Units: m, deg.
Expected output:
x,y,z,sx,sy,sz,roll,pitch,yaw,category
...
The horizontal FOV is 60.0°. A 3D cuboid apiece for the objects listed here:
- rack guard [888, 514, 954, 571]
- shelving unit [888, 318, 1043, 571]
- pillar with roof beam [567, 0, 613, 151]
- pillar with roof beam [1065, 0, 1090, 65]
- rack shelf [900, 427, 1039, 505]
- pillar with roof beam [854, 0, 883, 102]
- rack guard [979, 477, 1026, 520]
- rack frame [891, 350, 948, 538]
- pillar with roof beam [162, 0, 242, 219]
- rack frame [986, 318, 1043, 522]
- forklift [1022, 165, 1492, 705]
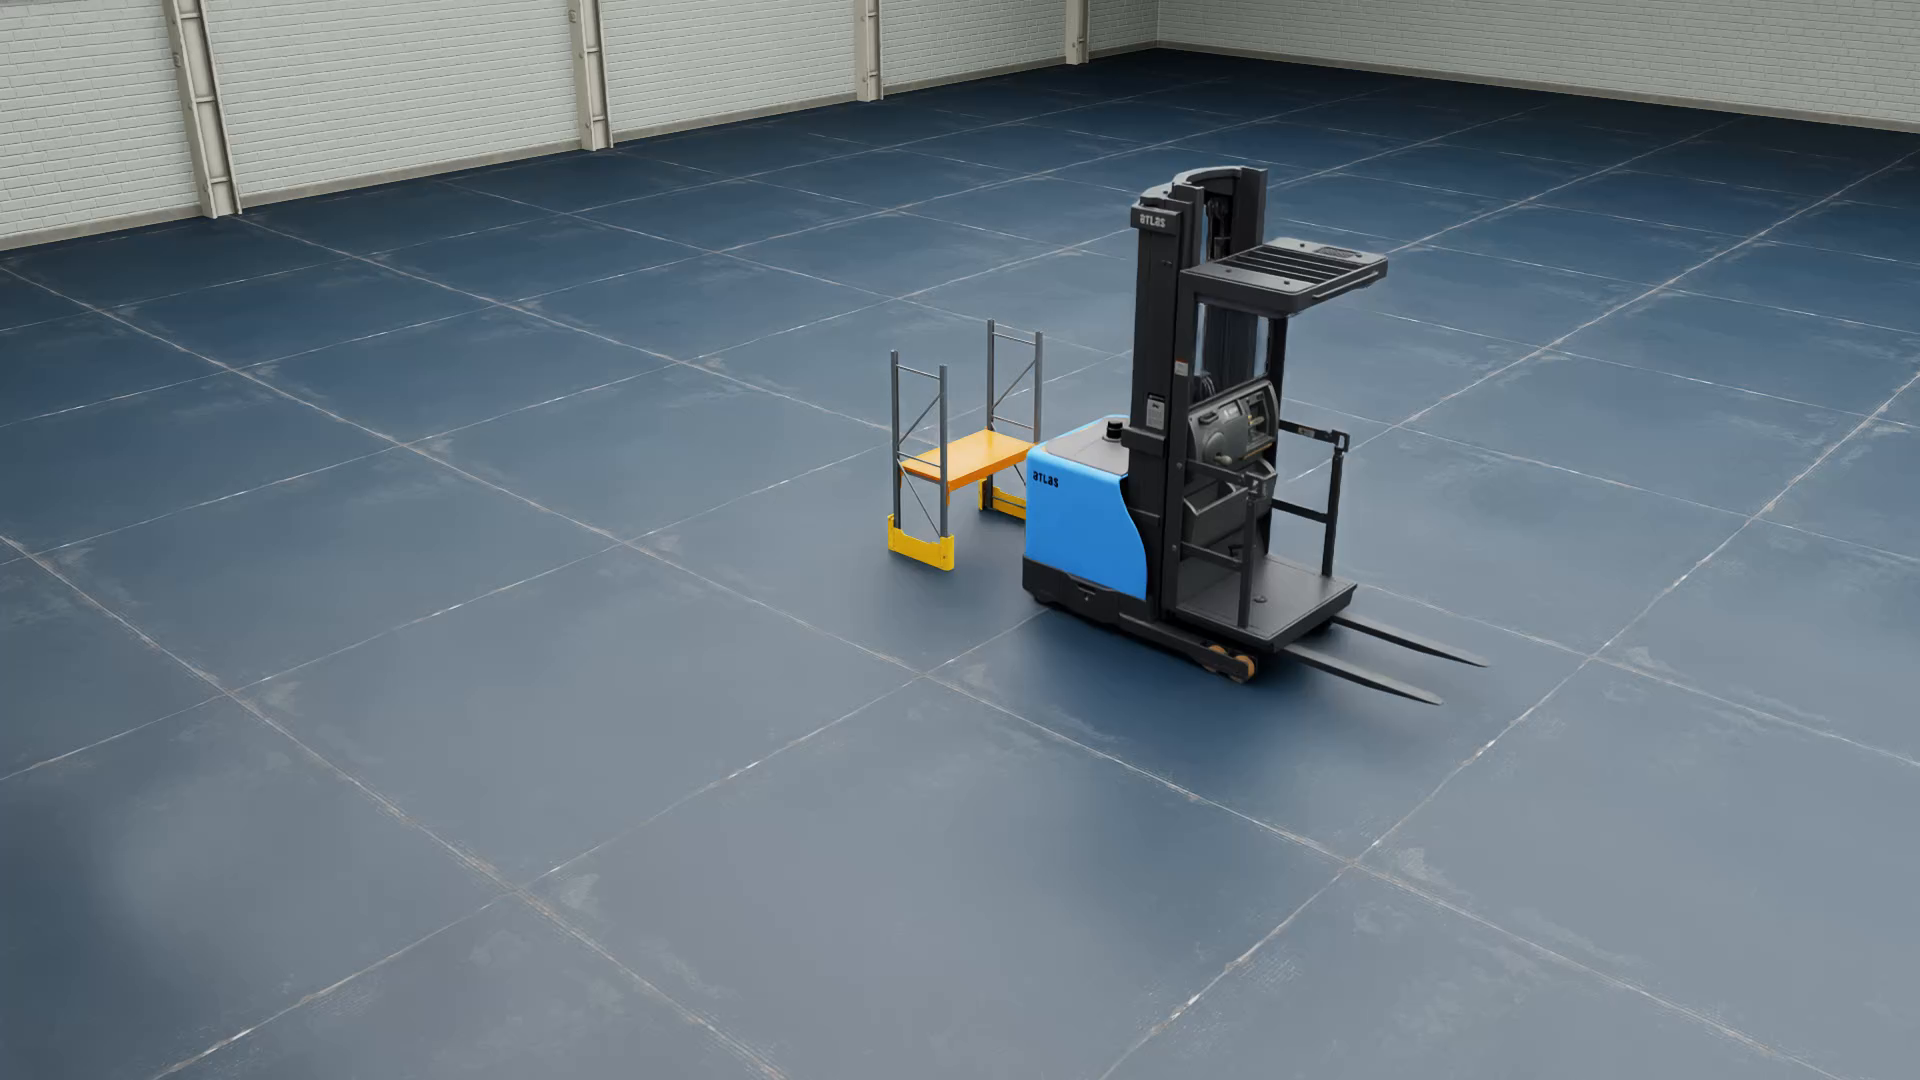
x,y,z,sx,sy,sz,roll,pitch,yaw,category
-0.281,0.014,11.883,0.587,0.250,0.087,20,31,38,rack guard
0.051,-0.708,11.966,0.587,1.500,1.083,20,31,38,shelving unit
-2.420,-9.013,21.325,9.100,9.000,0.400,20,31,38,pillar with roof beam
5.589,-12.669,29.479,9.100,9.000,0.400,20,31,38,pillar with roof beam
0.057,-0.546,12.046,0.538,0.185,1.000,20,31,38,rack shelf
1.584,-10.841,25.402,9.100,9.000,0.400,20,31,38,pillar with roof beam
0.383,-0.289,12.560,0.587,0.250,0.087,20,31,38,rack guard
-0.282,-0.555,11.627,0.500,1.500,0.032,20,31,38,rack frame
-6.425,-7.185,17.248,9.100,9.000,0.400,20,31,38,pillar with roof beam
0.396,-0.865,12.318,0.500,1.500,0.032,20,31,38,rack frame
1.858,-0.701,10.203,3.031,2.935,1.130,20,31,38,forklift
